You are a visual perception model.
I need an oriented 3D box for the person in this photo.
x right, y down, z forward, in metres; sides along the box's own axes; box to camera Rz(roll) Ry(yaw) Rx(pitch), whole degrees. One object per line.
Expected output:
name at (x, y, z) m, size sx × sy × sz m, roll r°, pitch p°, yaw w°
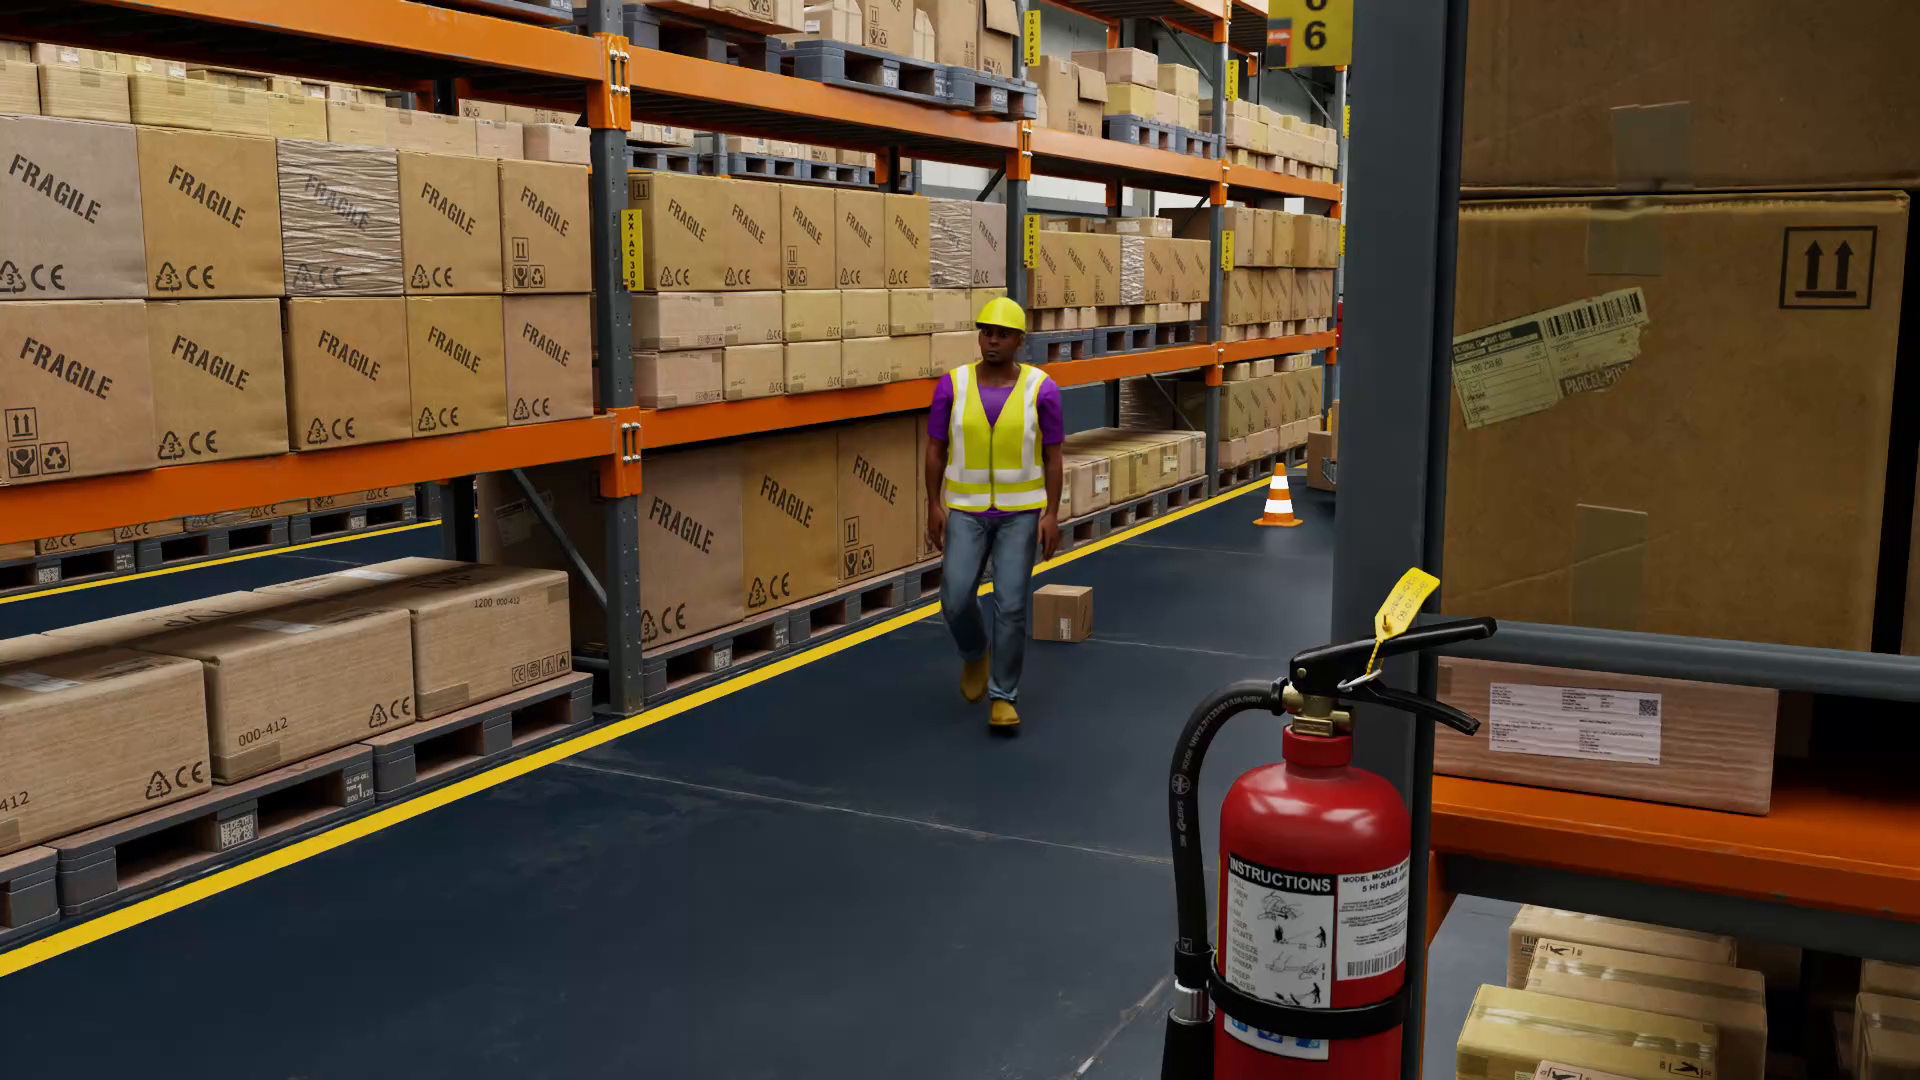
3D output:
person at (0.143, -0.124, 6.911) m, size 0.581 × 1.758 × 0.544 m, roll 1°, pitch 9°, yaw 6°
